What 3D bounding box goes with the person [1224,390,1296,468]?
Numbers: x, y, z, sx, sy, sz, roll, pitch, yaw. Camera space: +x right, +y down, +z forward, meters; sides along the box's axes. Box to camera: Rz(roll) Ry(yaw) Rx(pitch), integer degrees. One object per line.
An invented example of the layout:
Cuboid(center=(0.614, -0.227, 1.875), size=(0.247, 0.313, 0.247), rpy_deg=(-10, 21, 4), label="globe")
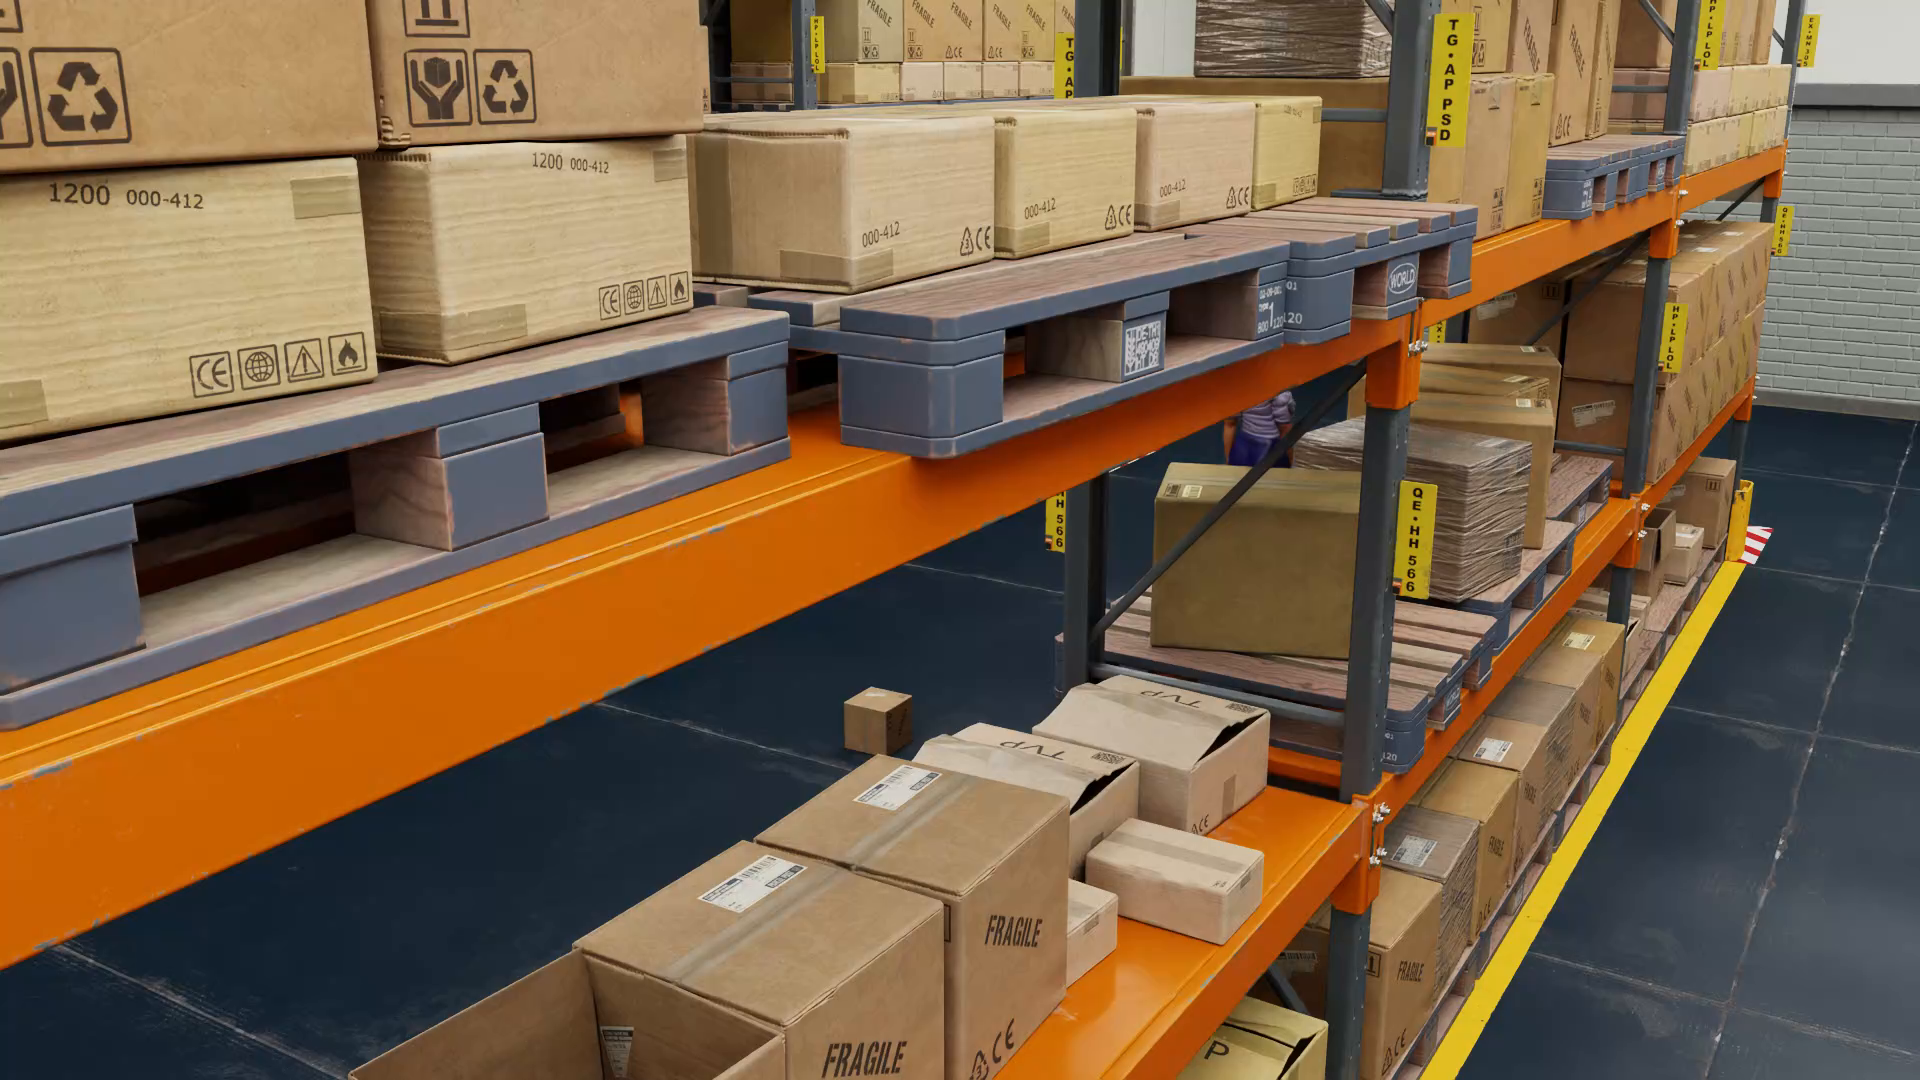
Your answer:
Cuboid(center=(1.936, -0.502, 10.778), size=(0.820, 1.589, 0.465), rpy_deg=(-16, 22, -43), label="person")
